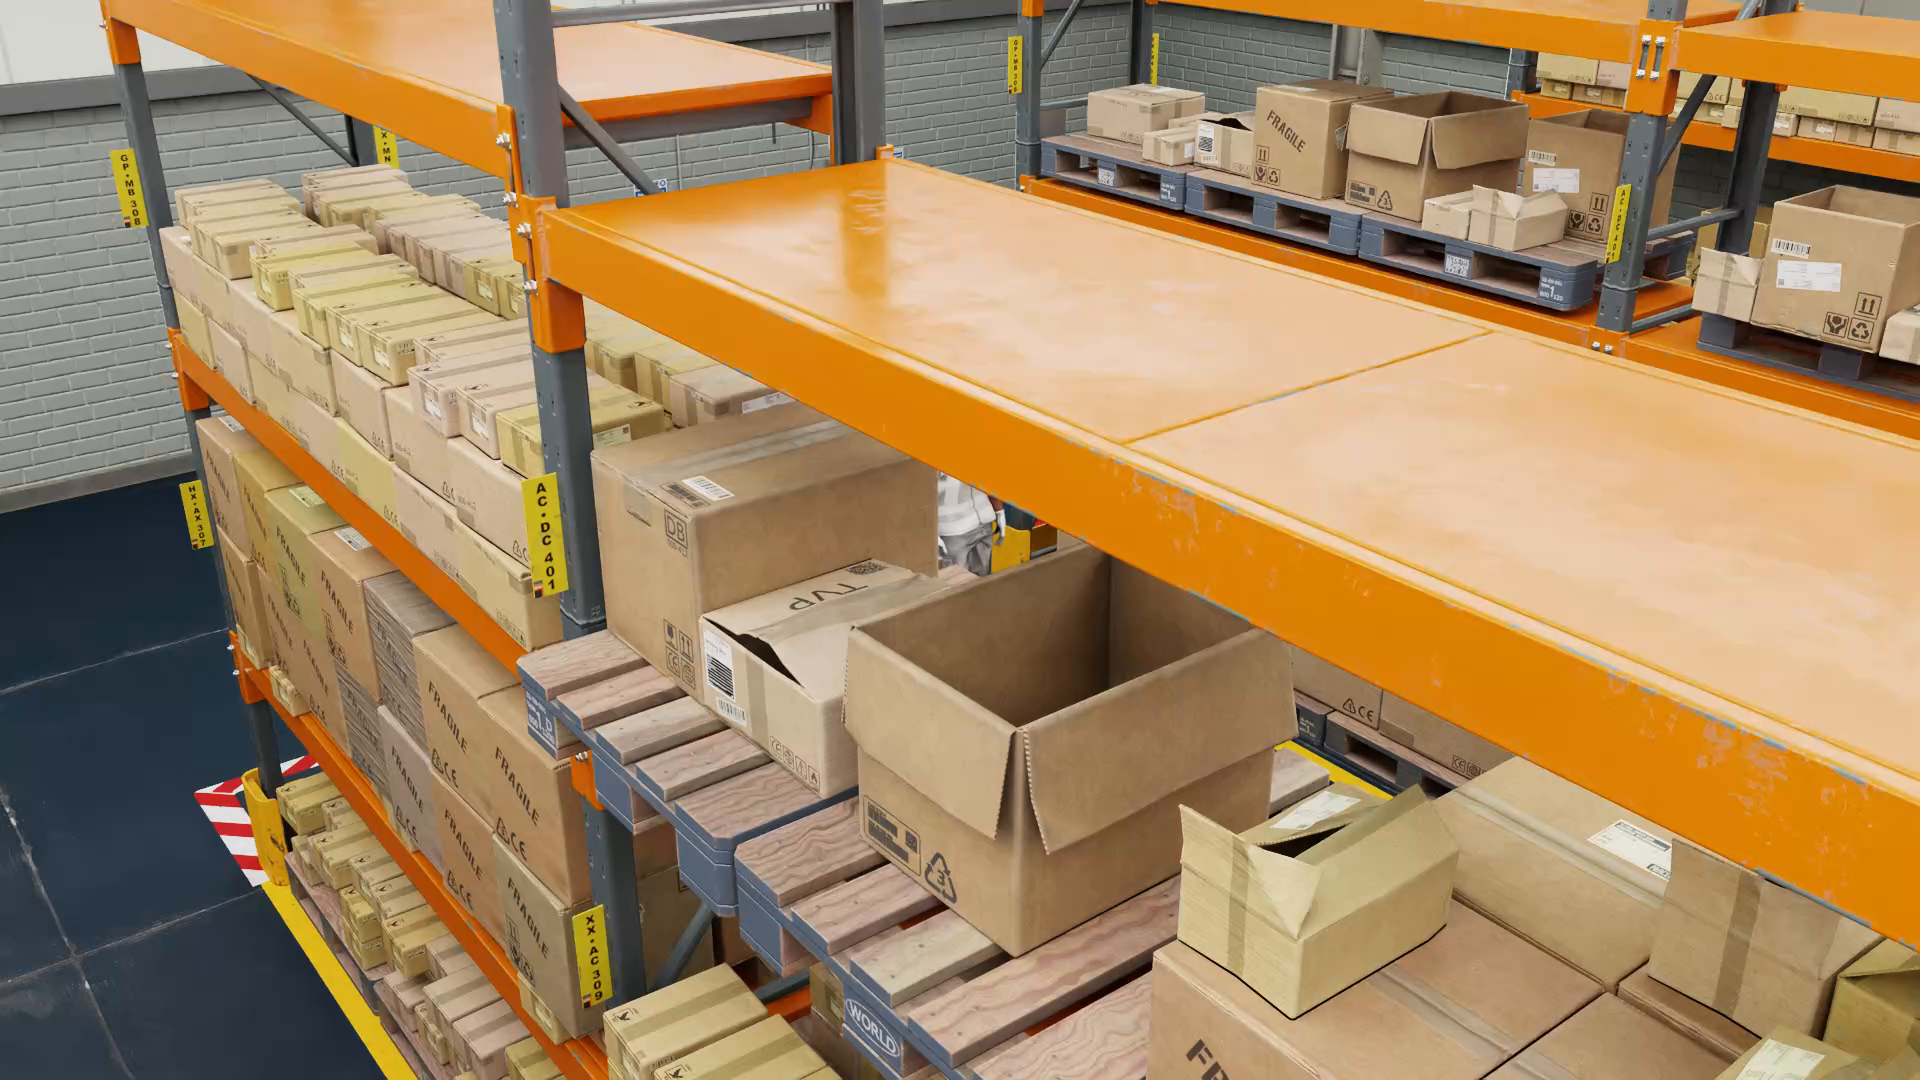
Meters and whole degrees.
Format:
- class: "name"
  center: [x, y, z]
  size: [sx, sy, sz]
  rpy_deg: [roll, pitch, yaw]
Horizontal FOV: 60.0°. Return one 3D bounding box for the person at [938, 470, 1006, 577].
- class: "person"
  center: [0.067, -0.044, 9.987]
  size: [0.577, 1.781, 0.656]
  rpy_deg: [22, 33, 40]
